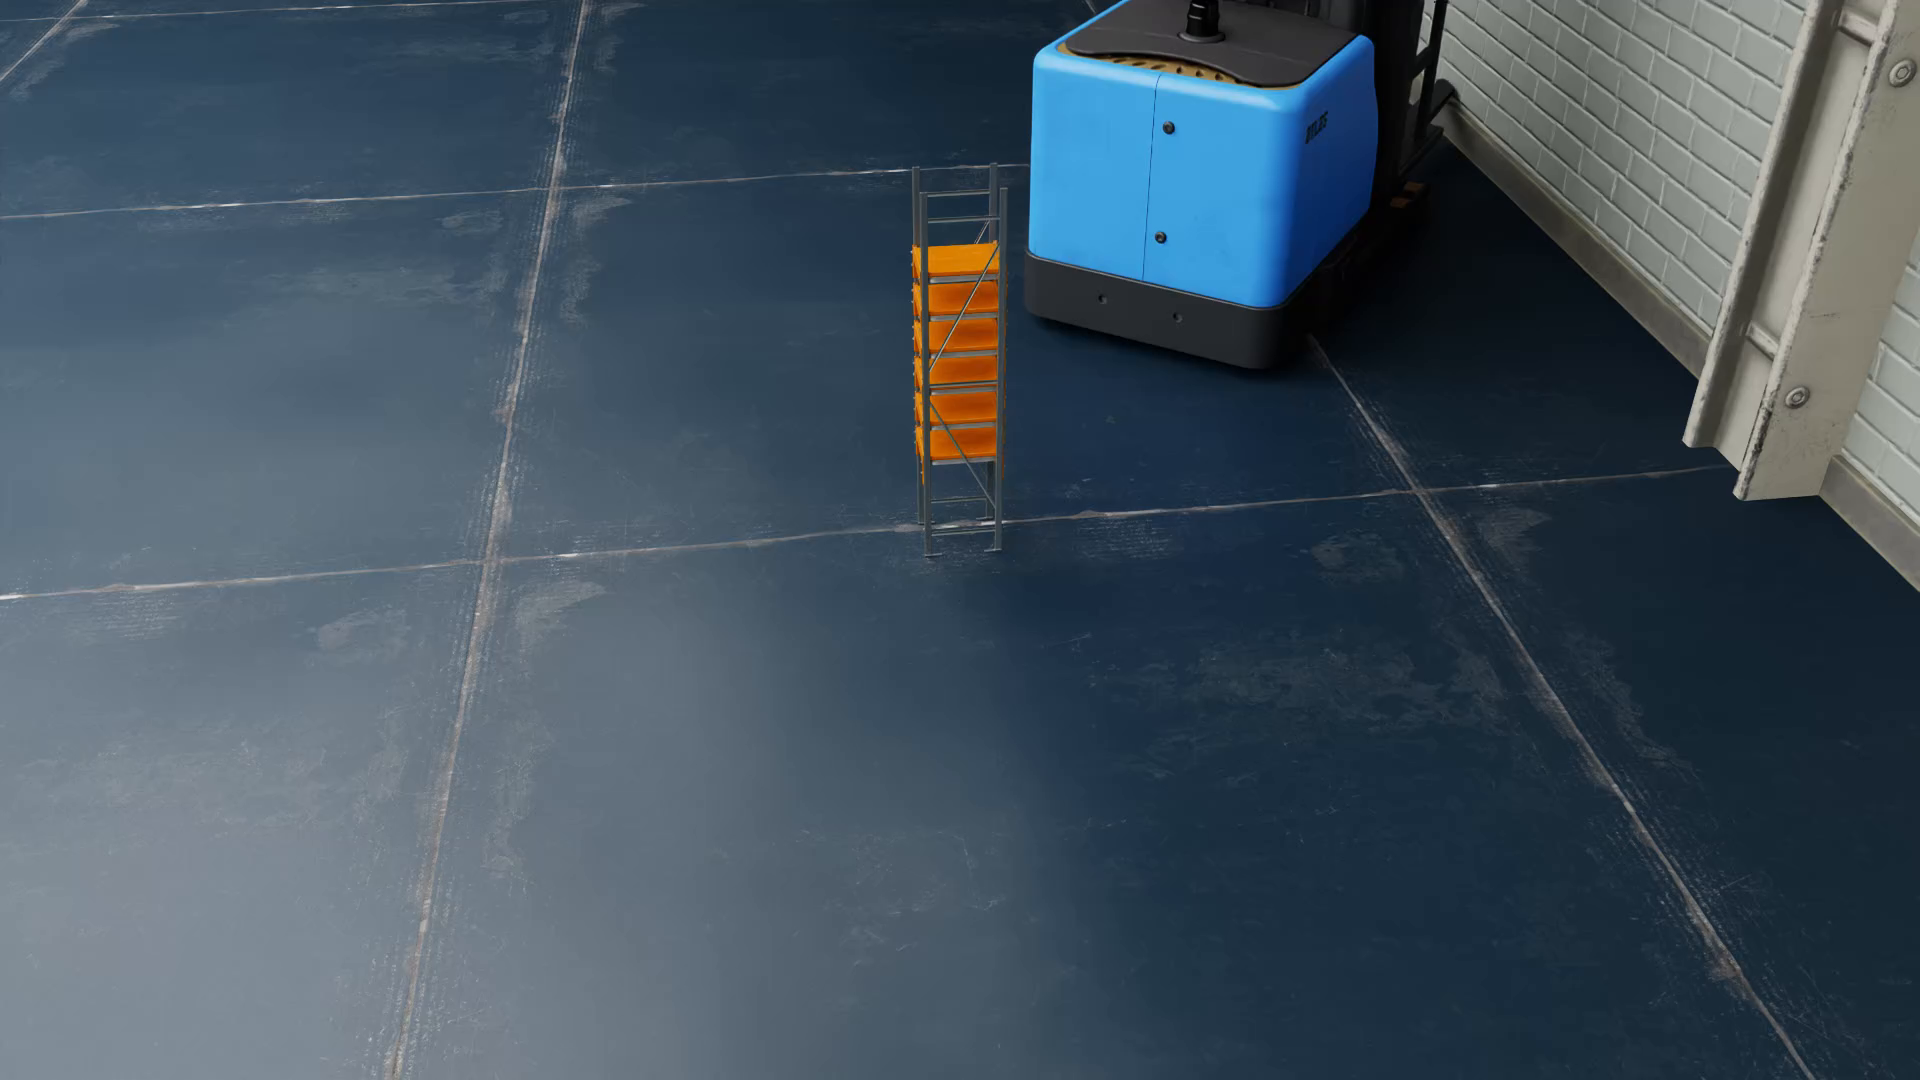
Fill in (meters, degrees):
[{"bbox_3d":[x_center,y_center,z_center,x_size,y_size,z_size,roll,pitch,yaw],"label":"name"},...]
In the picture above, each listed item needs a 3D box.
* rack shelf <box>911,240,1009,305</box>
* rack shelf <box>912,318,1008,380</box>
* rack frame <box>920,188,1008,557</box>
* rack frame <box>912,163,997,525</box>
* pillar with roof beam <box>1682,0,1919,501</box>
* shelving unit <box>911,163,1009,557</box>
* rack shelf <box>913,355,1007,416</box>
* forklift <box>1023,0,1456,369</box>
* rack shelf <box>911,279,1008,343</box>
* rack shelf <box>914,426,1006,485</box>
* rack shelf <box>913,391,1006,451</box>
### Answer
[{"bbox_3d":[-0.002,-0.765,4.746,0.258,0.103,0.180,-4,35,-6],"label":"rack shelf"},{"bbox_3d":[-0.002,-0.566,4.881,0.258,0.103,0.180,-4,35,-6],"label":"rack shelf"},{"bbox_3d":[0.010,-0.453,4.849,0.240,1.200,0.006,-4,35,-6],"label":"rack frame"},{"bbox_3d":[-0.014,-0.555,4.999,0.240,1.200,0.006,-4,35,-6],"label":"rack frame"},{"bbox_3d":[-1.587,-3.643,2.605,9.100,9.000,0.400,-4,35,-6],"label":"pillar with roof beam"},{"bbox_3d":[-0.002,-0.504,4.924,0.258,1.200,0.189,-4,35,-6],"label":"shelving unit"},{"bbox_3d":[-0.002,-0.467,4.949,0.258,0.103,0.180,-4,35,-6],"label":"rack shelf"},{"bbox_3d":[1.410,-2.636,6.516,1.130,2.935,3.031,18,38,24],"label":"forklift"},{"bbox_3d":[-0.002,-0.665,4.814,0.258,0.103,0.180,-4,35,-6],"label":"rack shelf"},{"bbox_3d":[-0.002,-0.269,5.084,0.258,0.103,0.180,-4,35,-6],"label":"rack shelf"},{"bbox_3d":[-0.002,-0.368,5.017,0.258,0.103,0.180,-4,35,-6],"label":"rack shelf"}]
